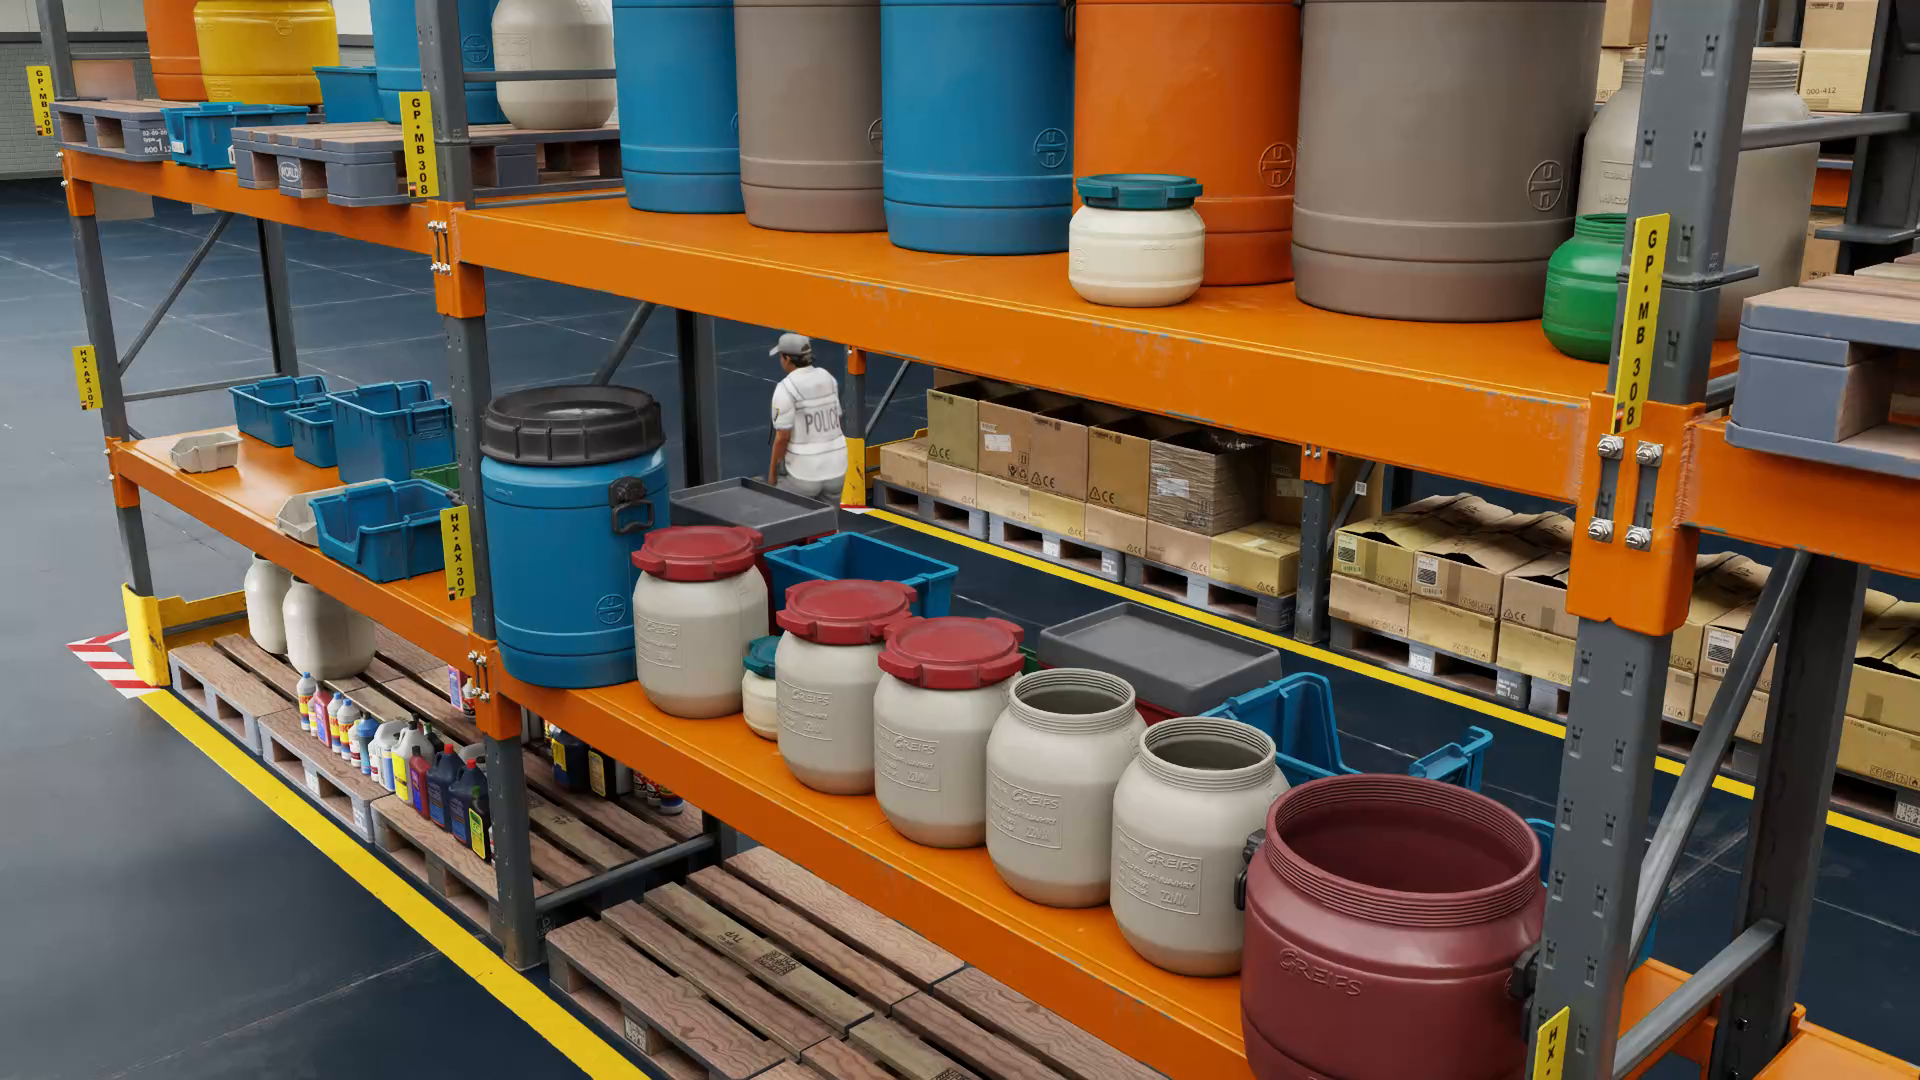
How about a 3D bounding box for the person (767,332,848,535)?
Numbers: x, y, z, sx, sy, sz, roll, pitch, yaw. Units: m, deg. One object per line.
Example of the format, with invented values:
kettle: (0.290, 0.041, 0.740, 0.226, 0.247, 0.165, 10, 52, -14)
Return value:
person: (-0.905, -0.403, 9.818, 0.452, 1.668, 0.532, 16, 24, 42)
